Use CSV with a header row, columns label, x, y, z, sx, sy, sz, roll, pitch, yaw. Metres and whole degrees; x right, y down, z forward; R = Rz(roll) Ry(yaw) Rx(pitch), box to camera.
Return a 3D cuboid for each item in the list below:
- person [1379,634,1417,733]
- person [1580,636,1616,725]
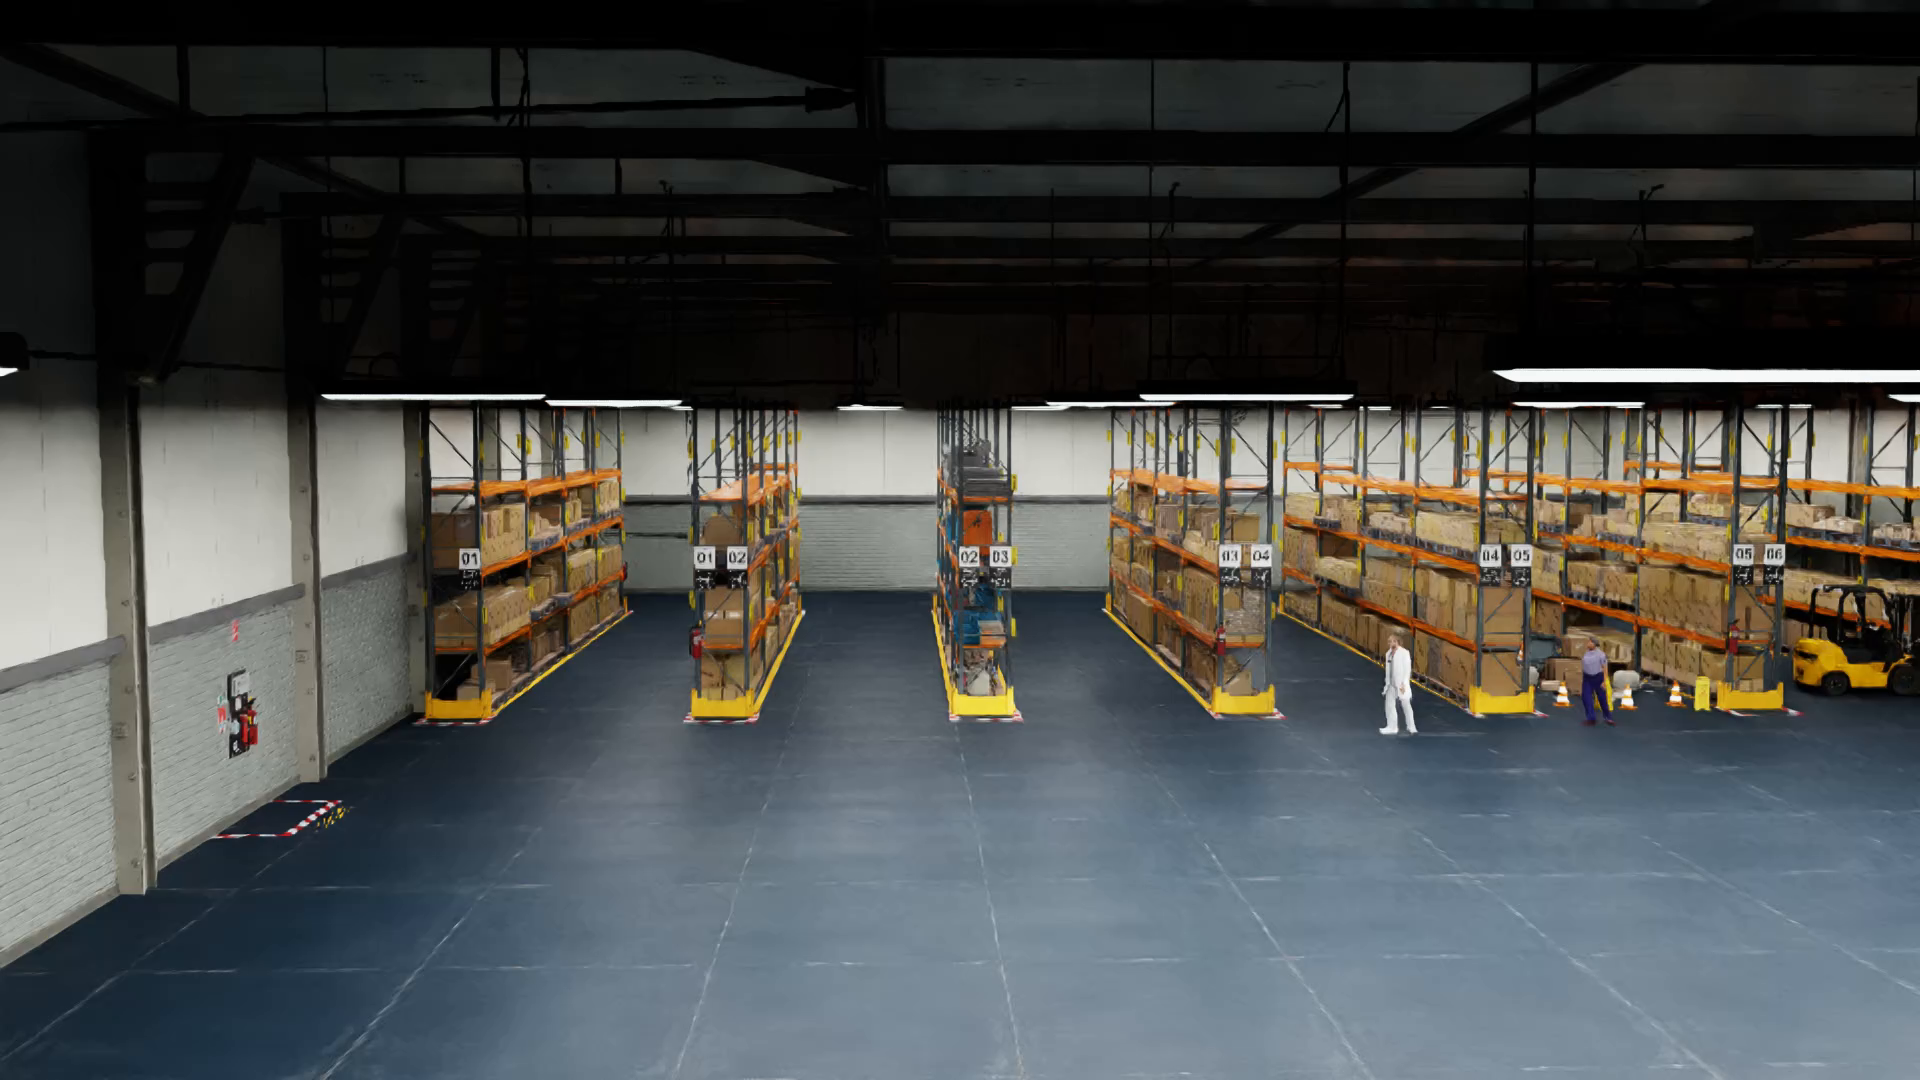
label,x,y,z,sx,sy,sz,roll,pitch,yaw
person,7.823,2.556,29.635,0.674,1.770,0.618,-3,5,-35
person,11.667,2.582,30.407,0.538,1.609,0.597,-3,5,-30
